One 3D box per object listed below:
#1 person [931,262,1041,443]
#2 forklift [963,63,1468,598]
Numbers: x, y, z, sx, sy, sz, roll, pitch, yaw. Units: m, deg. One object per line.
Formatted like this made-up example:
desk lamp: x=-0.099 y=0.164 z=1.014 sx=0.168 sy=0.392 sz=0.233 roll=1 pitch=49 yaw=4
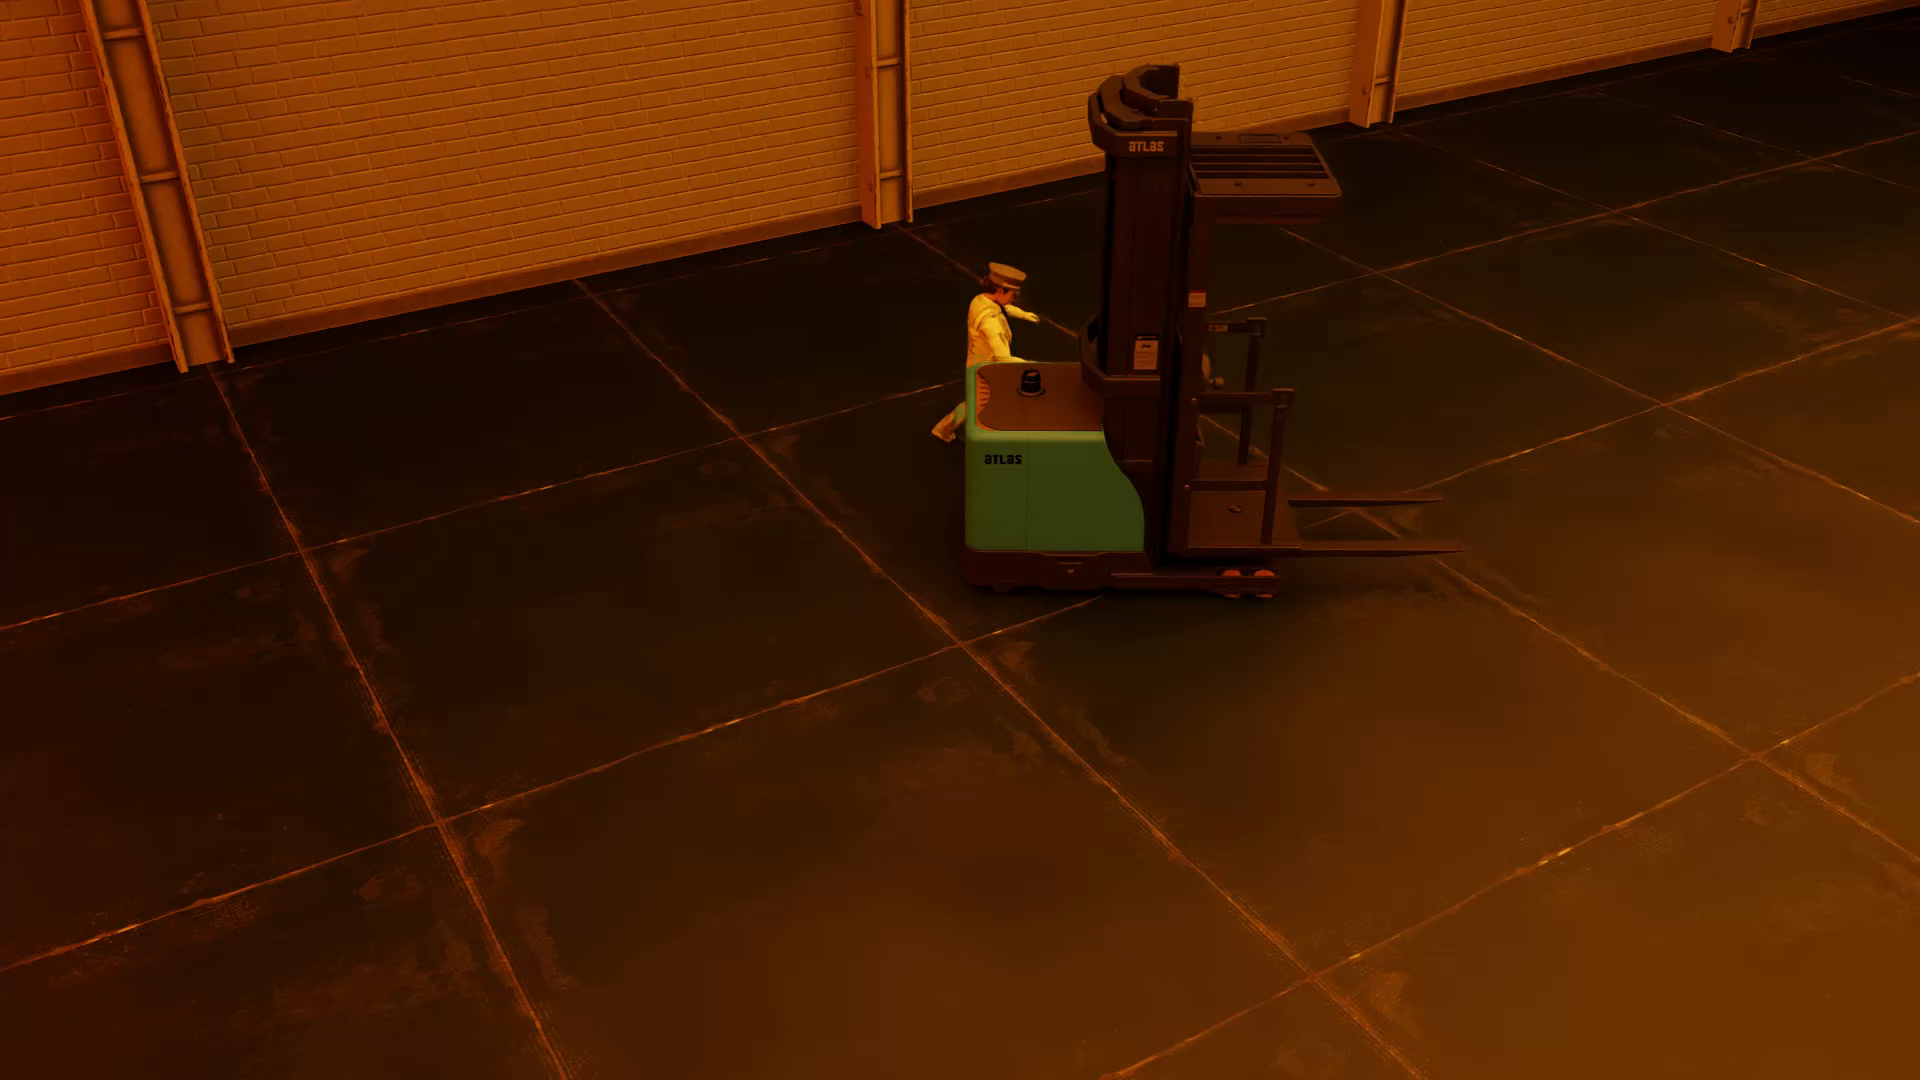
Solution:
person: x=0.322 y=-1.114 z=10.931 sx=0.917 sy=1.503 sz=1.160 roll=-5 pitch=31 yaw=-9
forklift: x=1.535 y=-1.186 z=9.628 sx=3.031 sy=2.935 sz=1.130 roll=0 pitch=31 yaw=0
